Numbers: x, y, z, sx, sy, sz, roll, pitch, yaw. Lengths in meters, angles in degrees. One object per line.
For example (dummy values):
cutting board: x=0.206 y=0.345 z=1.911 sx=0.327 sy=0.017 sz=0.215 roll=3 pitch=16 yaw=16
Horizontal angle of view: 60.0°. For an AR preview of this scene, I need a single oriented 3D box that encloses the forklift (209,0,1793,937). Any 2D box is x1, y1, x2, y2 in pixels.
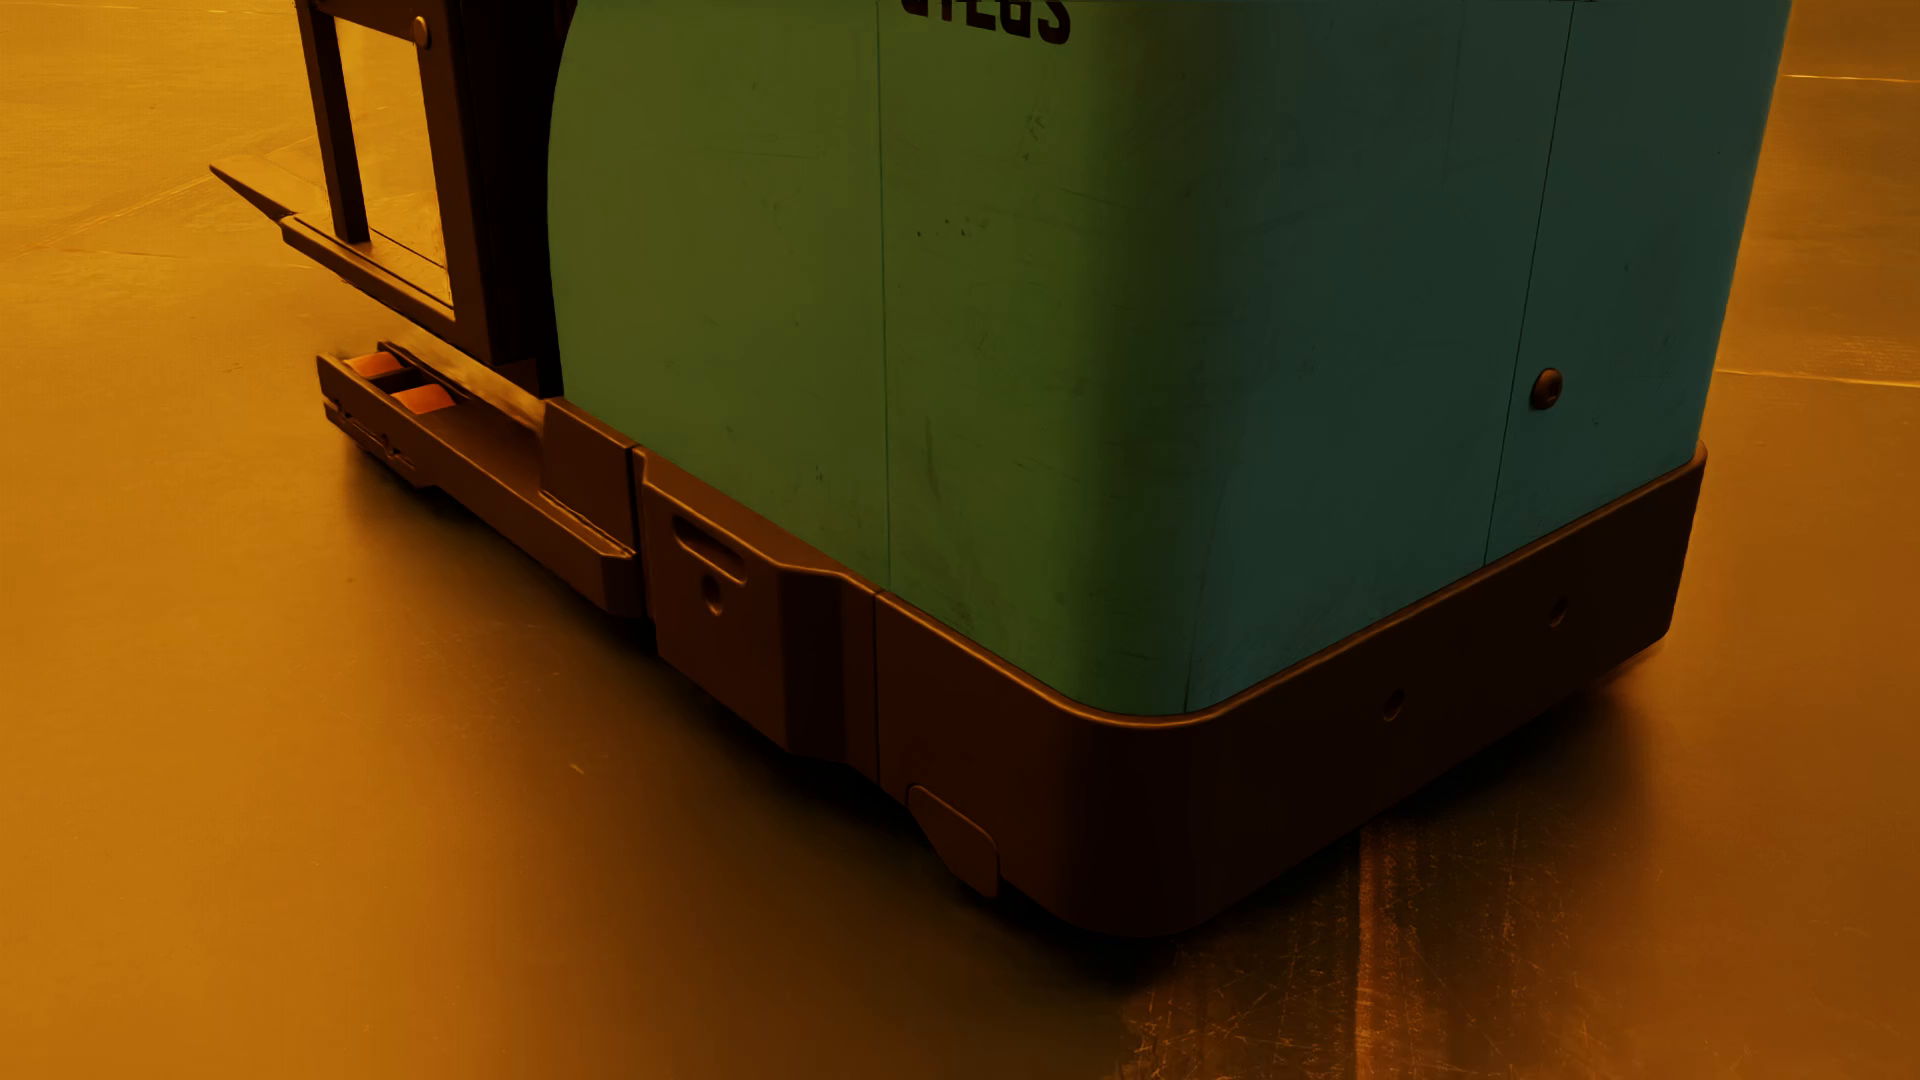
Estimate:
forklift: x=-0.418 y=-1.518 z=2.256 sx=1.130 sy=2.935 sz=3.031 roll=-21 pitch=33 yaw=-35
